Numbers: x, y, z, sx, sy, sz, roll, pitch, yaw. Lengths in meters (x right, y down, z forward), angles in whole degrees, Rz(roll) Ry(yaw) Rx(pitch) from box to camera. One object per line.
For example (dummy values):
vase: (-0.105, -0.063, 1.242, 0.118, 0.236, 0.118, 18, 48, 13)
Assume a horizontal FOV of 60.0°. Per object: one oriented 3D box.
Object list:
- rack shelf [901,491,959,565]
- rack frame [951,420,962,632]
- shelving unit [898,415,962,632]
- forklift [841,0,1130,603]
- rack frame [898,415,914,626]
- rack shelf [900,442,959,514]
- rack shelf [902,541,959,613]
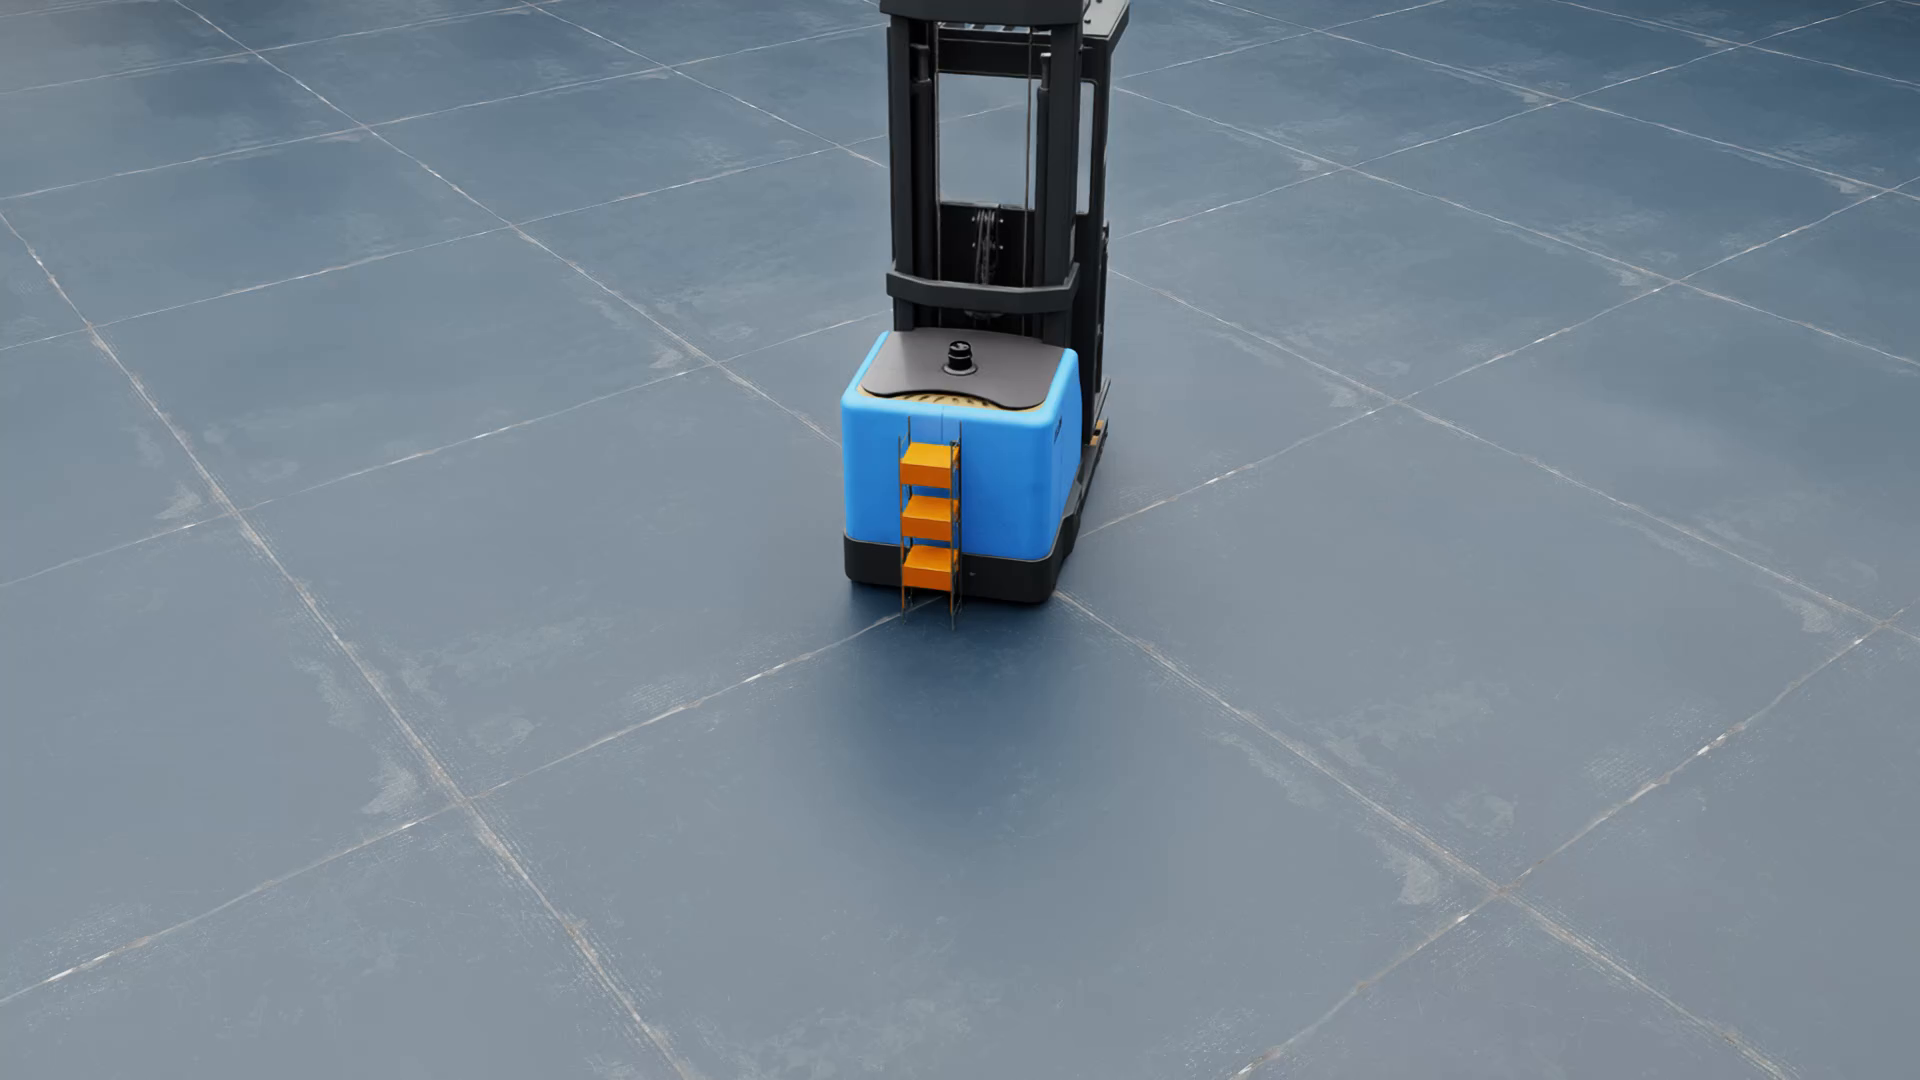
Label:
rack shelf: (-0.136, -0.057, 7.866, 0.240, 0.259, 0.215, 7, 32, 11)
rack frame: (-0.017, -0.052, 7.839, 0.008, 1.050, 0.200, 7, 32, 11)
shelving unit: (-0.136, -0.066, 7.861, 0.252, 1.050, 0.215, 7, 32, 11)
forklift: (0.240, -1.706, 8.719, 1.130, 2.935, 3.031, 7, 32, 11)
rack frame: (-0.255, -0.080, 7.883, 0.008, 1.050, 0.200, 7, 32, 11)
rack shelf: (-0.136, -0.298, 7.717, 0.240, 0.259, 0.215, 7, 32, 11)
rack shelf: (-0.136, 0.179, 8.013, 0.240, 0.259, 0.215, 7, 32, 11)
